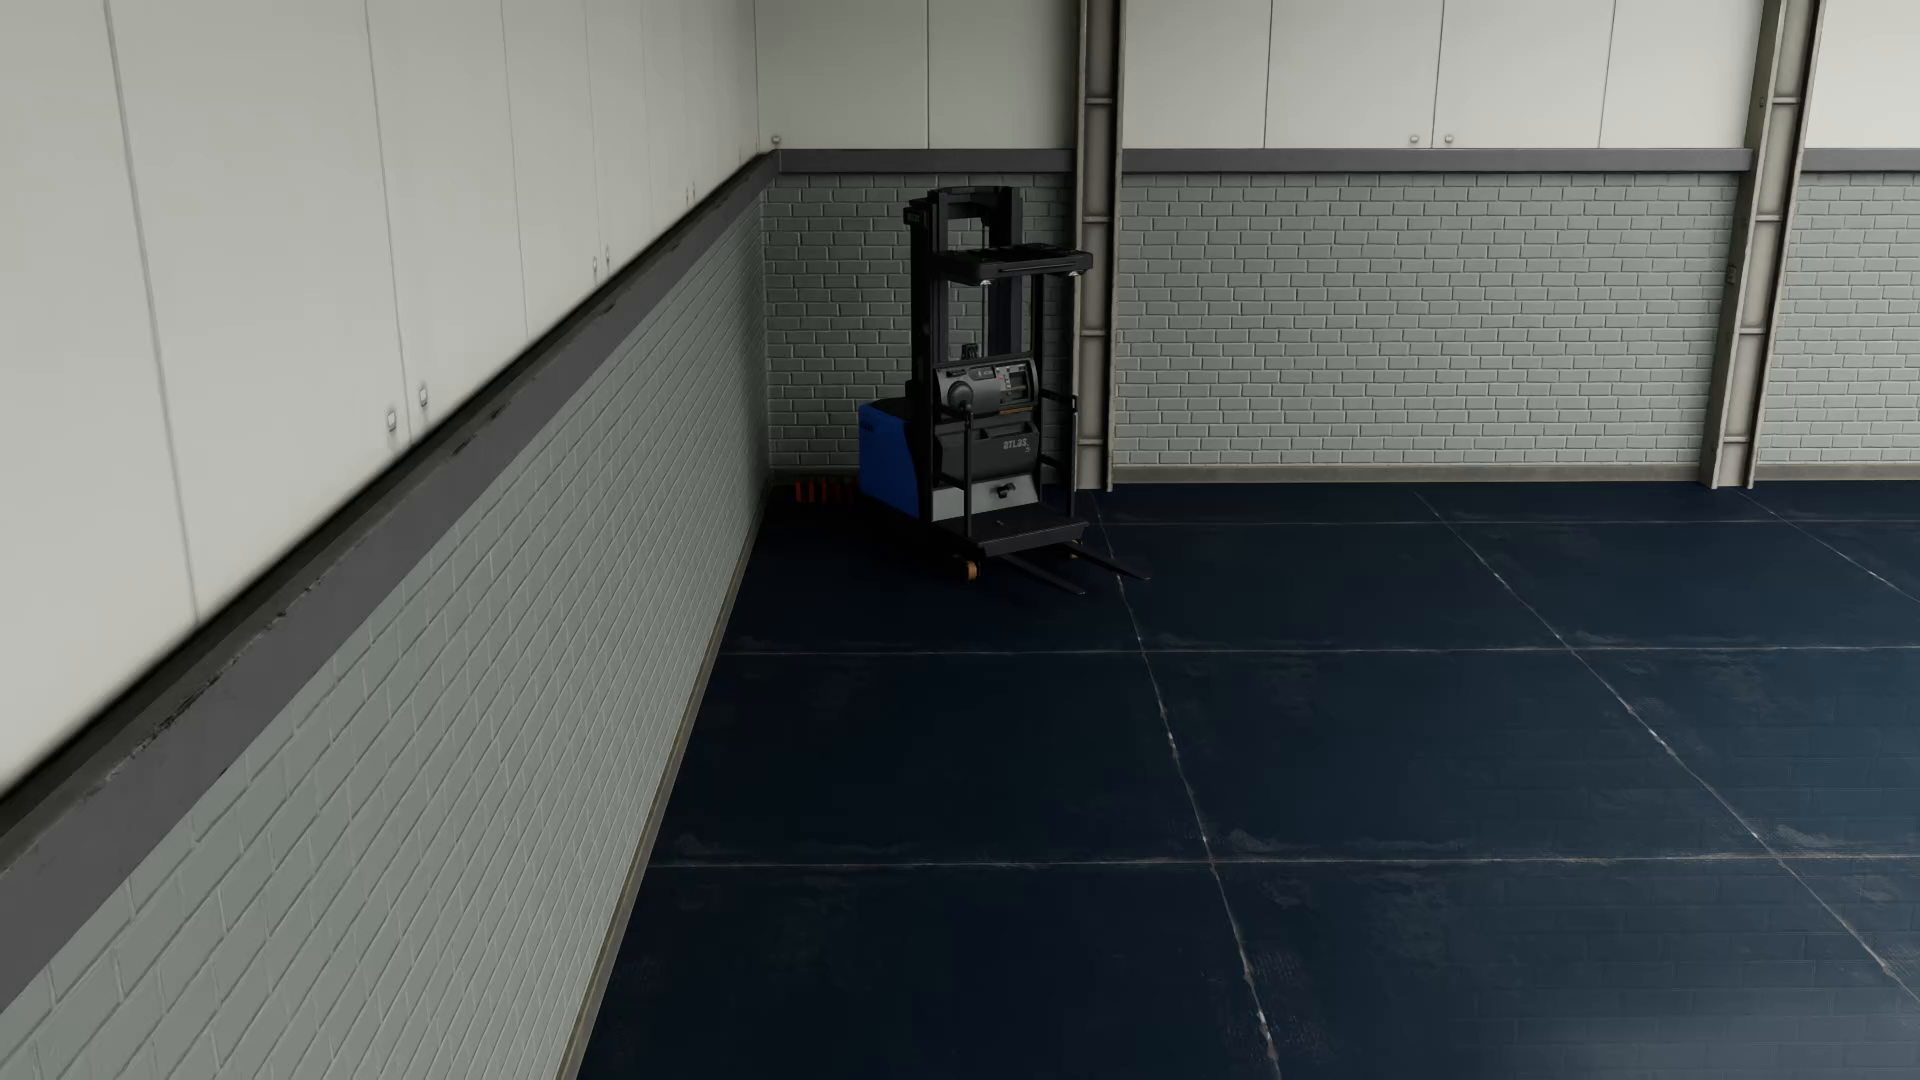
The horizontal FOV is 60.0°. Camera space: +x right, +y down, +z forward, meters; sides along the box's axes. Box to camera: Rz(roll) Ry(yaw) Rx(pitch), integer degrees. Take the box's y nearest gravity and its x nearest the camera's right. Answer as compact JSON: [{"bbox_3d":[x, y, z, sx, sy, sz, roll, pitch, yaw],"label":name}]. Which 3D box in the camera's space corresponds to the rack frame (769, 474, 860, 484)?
[{"bbox_3d":[-1.122,-0.554,15.154,1.200,0.006,0.240,1,18,5],"label":"rack frame"}]

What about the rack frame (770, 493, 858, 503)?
[{"bbox_3d":[-1.120,-0.380,15.210,1.200,0.006,0.240,1,18,5],"label":"rack frame"}]

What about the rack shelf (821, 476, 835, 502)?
[{"bbox_3d":[-1.196,-0.469,15.189,0.103,0.180,0.258,1,18,5],"label":"rack shelf"}]

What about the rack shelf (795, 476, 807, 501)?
[{"bbox_3d":[-1.435,-0.475,15.212,0.103,0.180,0.258,1,18,5],"label":"rack shelf"}]

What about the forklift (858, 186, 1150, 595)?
[{"bbox_3d":[0.334,-1.235,13.099,1.130,2.935,3.031,-11,21,-31],"label":"forklift"}]

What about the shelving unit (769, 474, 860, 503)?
[{"bbox_3d":[-1.121,-0.467,15.182,1.200,0.189,0.258,1,18,5],"label":"shelving unit"}]

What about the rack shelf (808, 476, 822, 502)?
[{"bbox_3d":[-1.316,-0.472,15.201,0.103,0.180,0.258,1,18,5],"label":"rack shelf"}]

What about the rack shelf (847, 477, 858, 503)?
[{"bbox_3d":[-0.957,-0.463,15.166,0.103,0.180,0.258,1,18,5],"label":"rack shelf"}]

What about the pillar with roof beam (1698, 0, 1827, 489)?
[{"bbox_3d":[7.283,-3.497,10.217,0.400,9.000,9.100,0,18,-1],"label":"pillar with roof beam"}]

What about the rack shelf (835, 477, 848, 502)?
[{"bbox_3d":[-1.077,-0.466,15.178,0.103,0.180,0.258,1,18,5],"label":"rack shelf"}]

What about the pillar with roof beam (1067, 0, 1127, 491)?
[{"bbox_3d":[1.283,-3.468,10.127,0.400,9.000,9.100,0,18,-1],"label":"pillar with roof beam"}]
